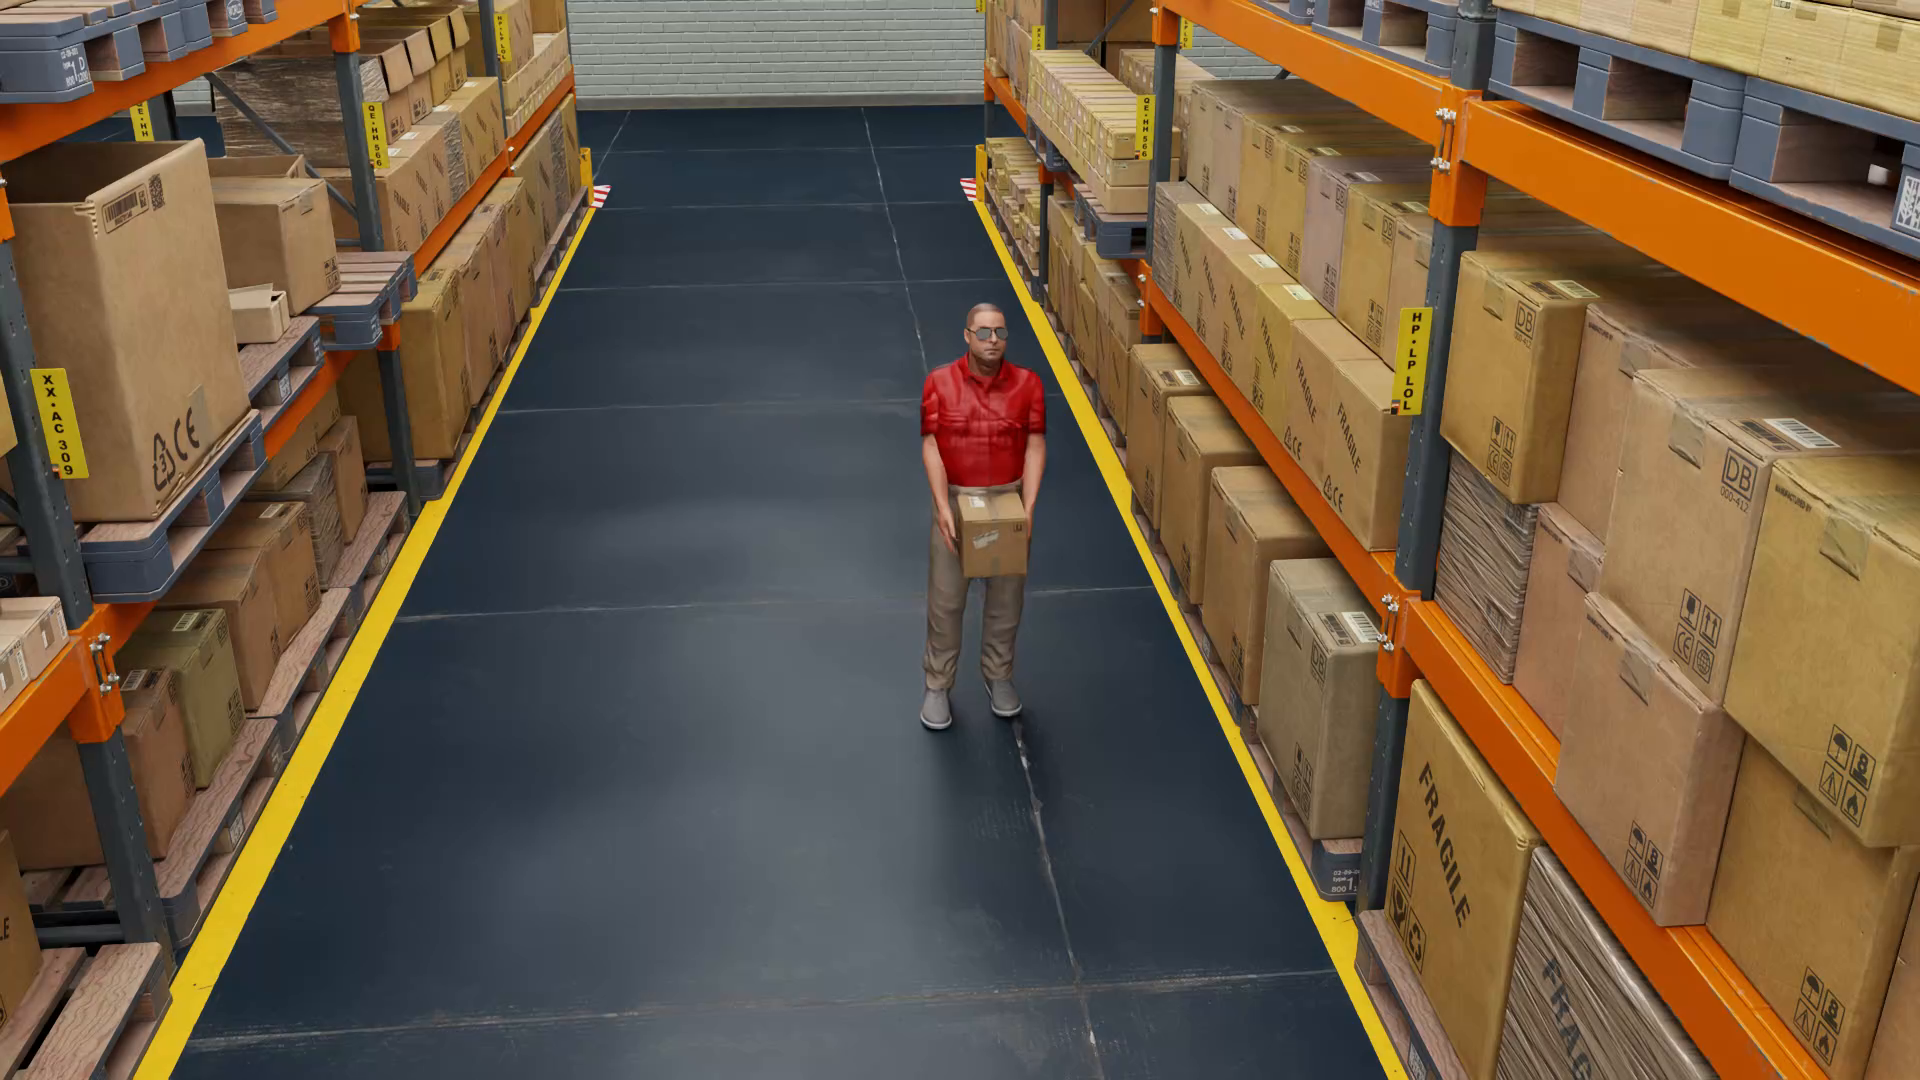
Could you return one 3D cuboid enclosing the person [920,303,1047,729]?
[{"bbox_3d":[0.093,-0.091,6.824,0.545,1.729,0.481,-2,24,-5],"label":"person"}]
